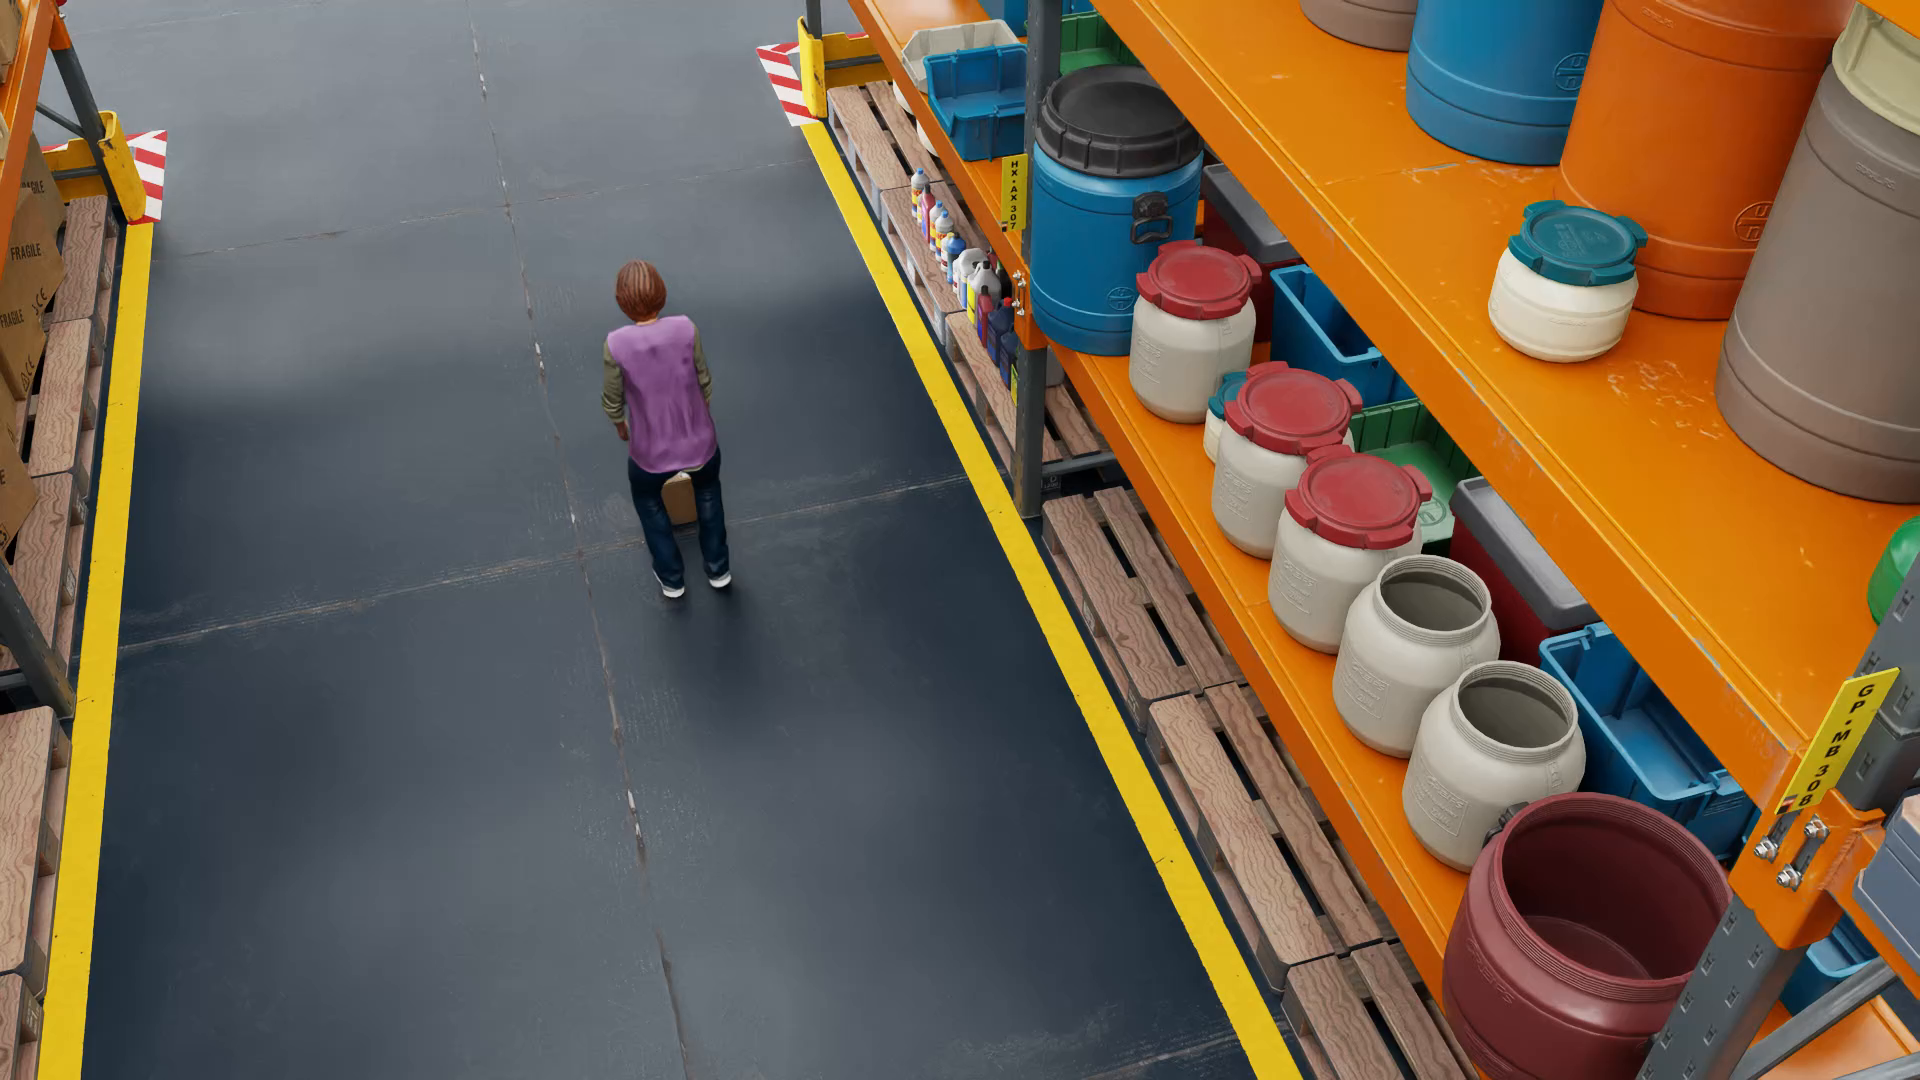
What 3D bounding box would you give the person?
[{"bbox_3d":[-1.180,-0.387,6.669,0.437,1.496,0.436,-11,44,-12],"label":"person"}]
